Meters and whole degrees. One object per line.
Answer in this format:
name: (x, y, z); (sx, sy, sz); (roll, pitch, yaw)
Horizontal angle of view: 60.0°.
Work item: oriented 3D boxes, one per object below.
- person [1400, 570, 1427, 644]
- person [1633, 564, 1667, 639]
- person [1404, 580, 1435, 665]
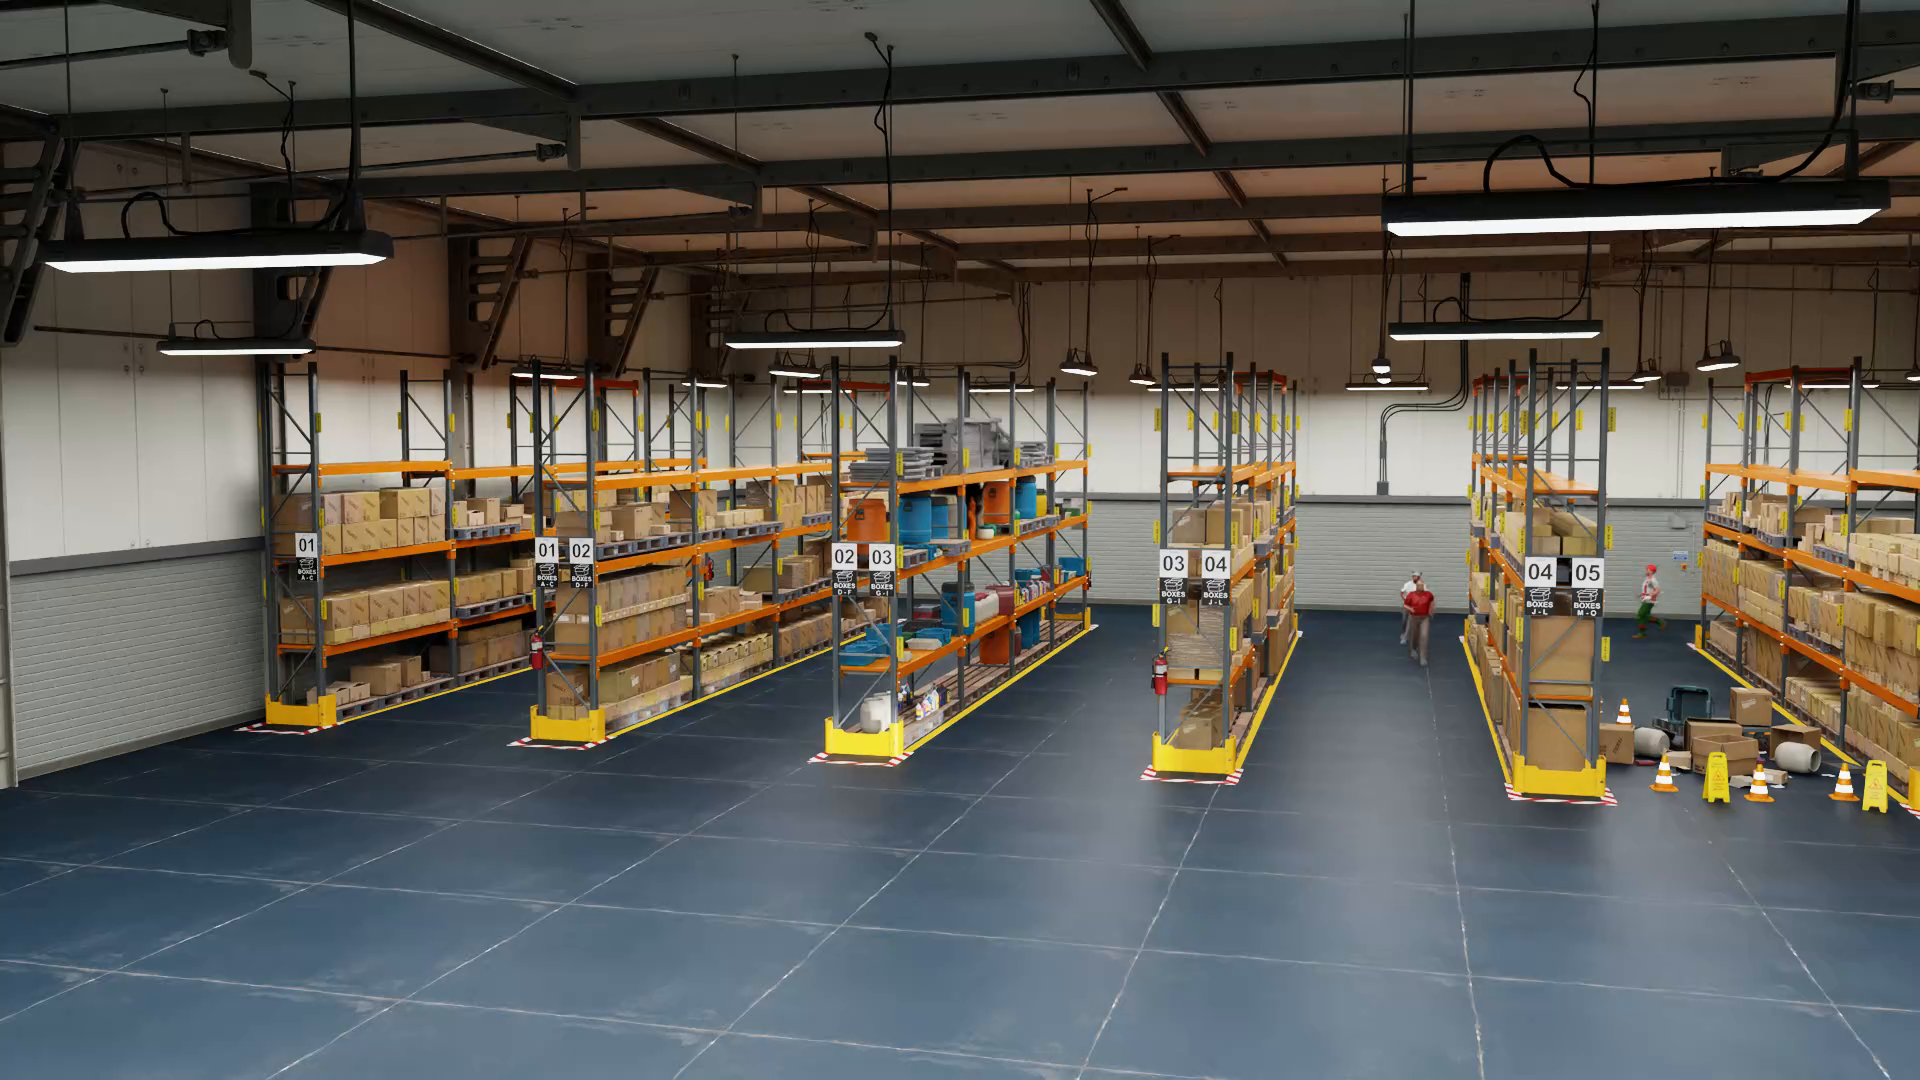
person: (10.256, 1.505, 37.644); (0.651, 1.654, 0.878); (2, 4, 25)
person: (15.992, 1.434, 38.457); (0.763, 1.744, 0.675); (1, 4, 14)
person: (9.587, 1.690, 34.735); (0.629, 1.734, 0.981); (1, 4, 14)
